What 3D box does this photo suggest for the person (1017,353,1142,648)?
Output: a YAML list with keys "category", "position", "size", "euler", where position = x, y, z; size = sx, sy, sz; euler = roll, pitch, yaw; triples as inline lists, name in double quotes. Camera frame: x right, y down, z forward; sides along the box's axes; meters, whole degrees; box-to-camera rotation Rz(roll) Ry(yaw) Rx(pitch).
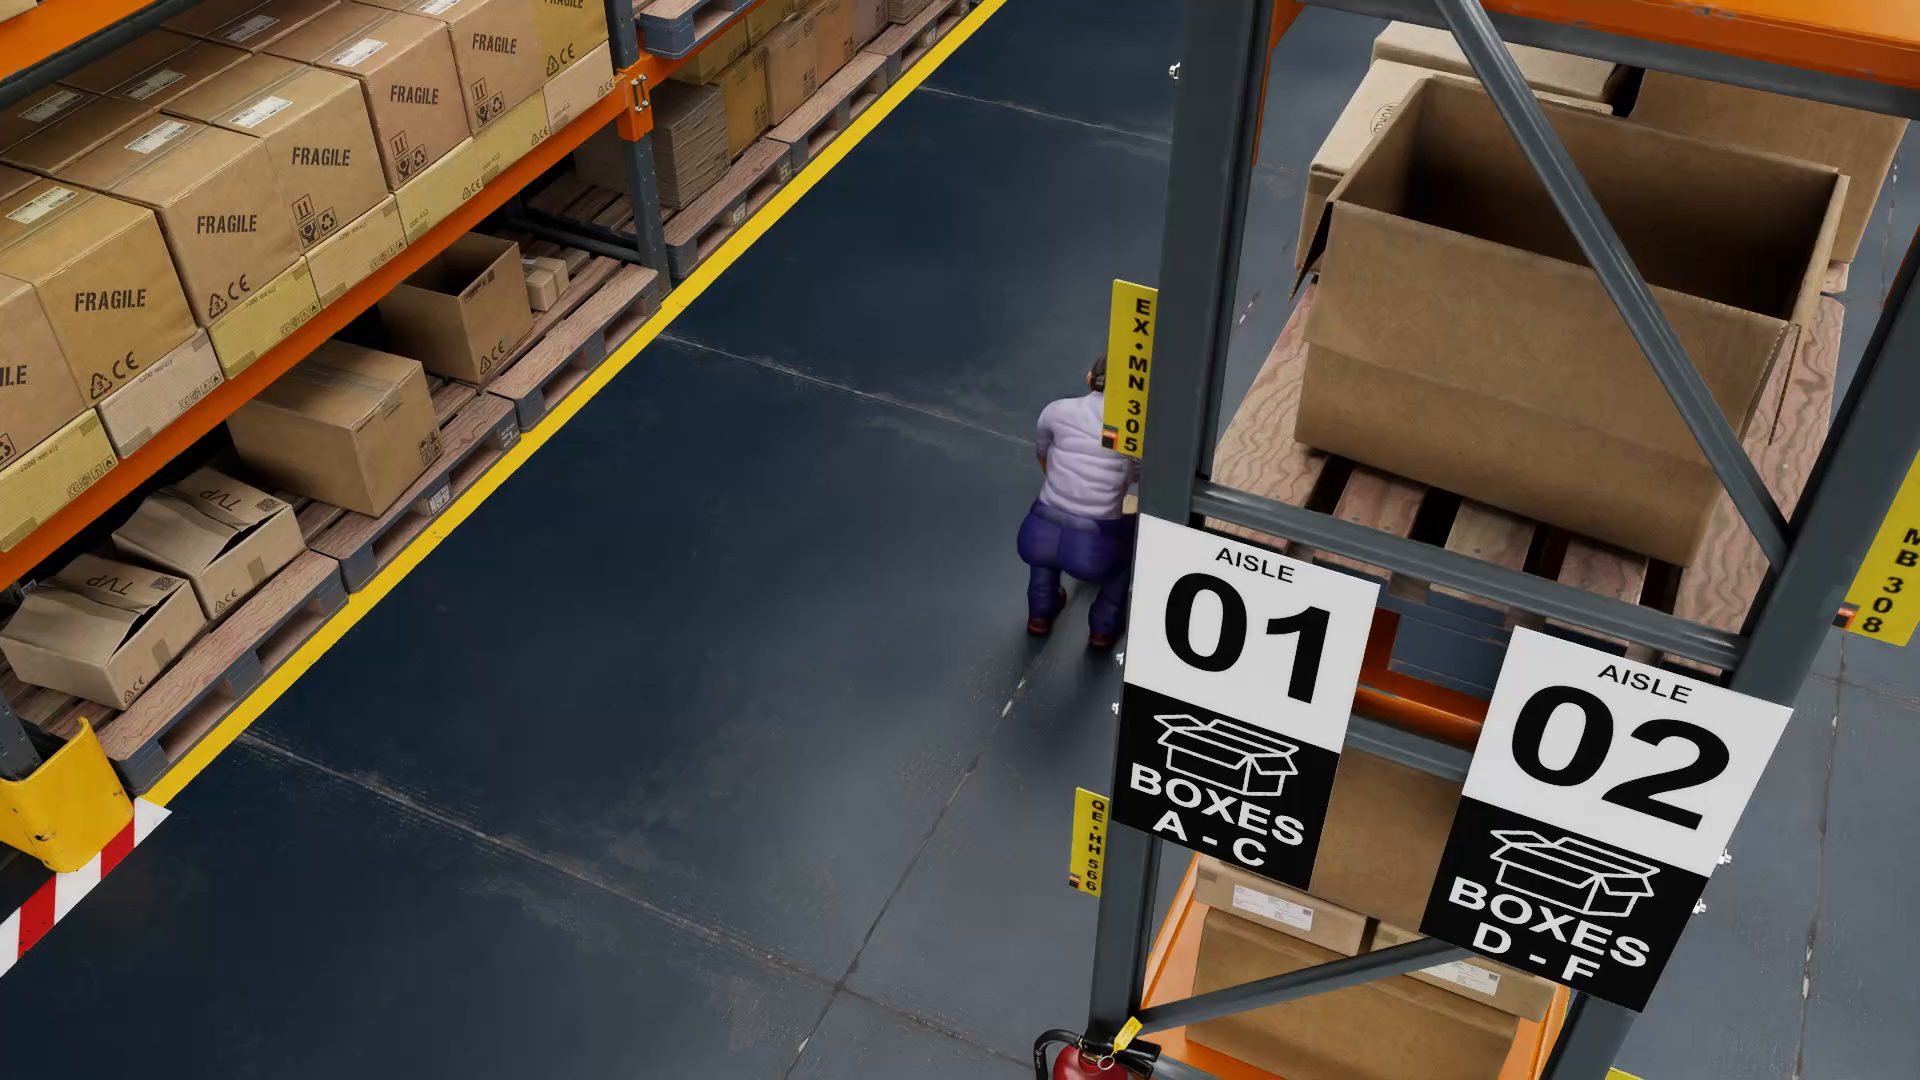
- category: "person"
  position: [0.493, -0.116, 6.683]
  size: [0.535, 1.138, 0.762]
  euler: [18, 45, 19]
